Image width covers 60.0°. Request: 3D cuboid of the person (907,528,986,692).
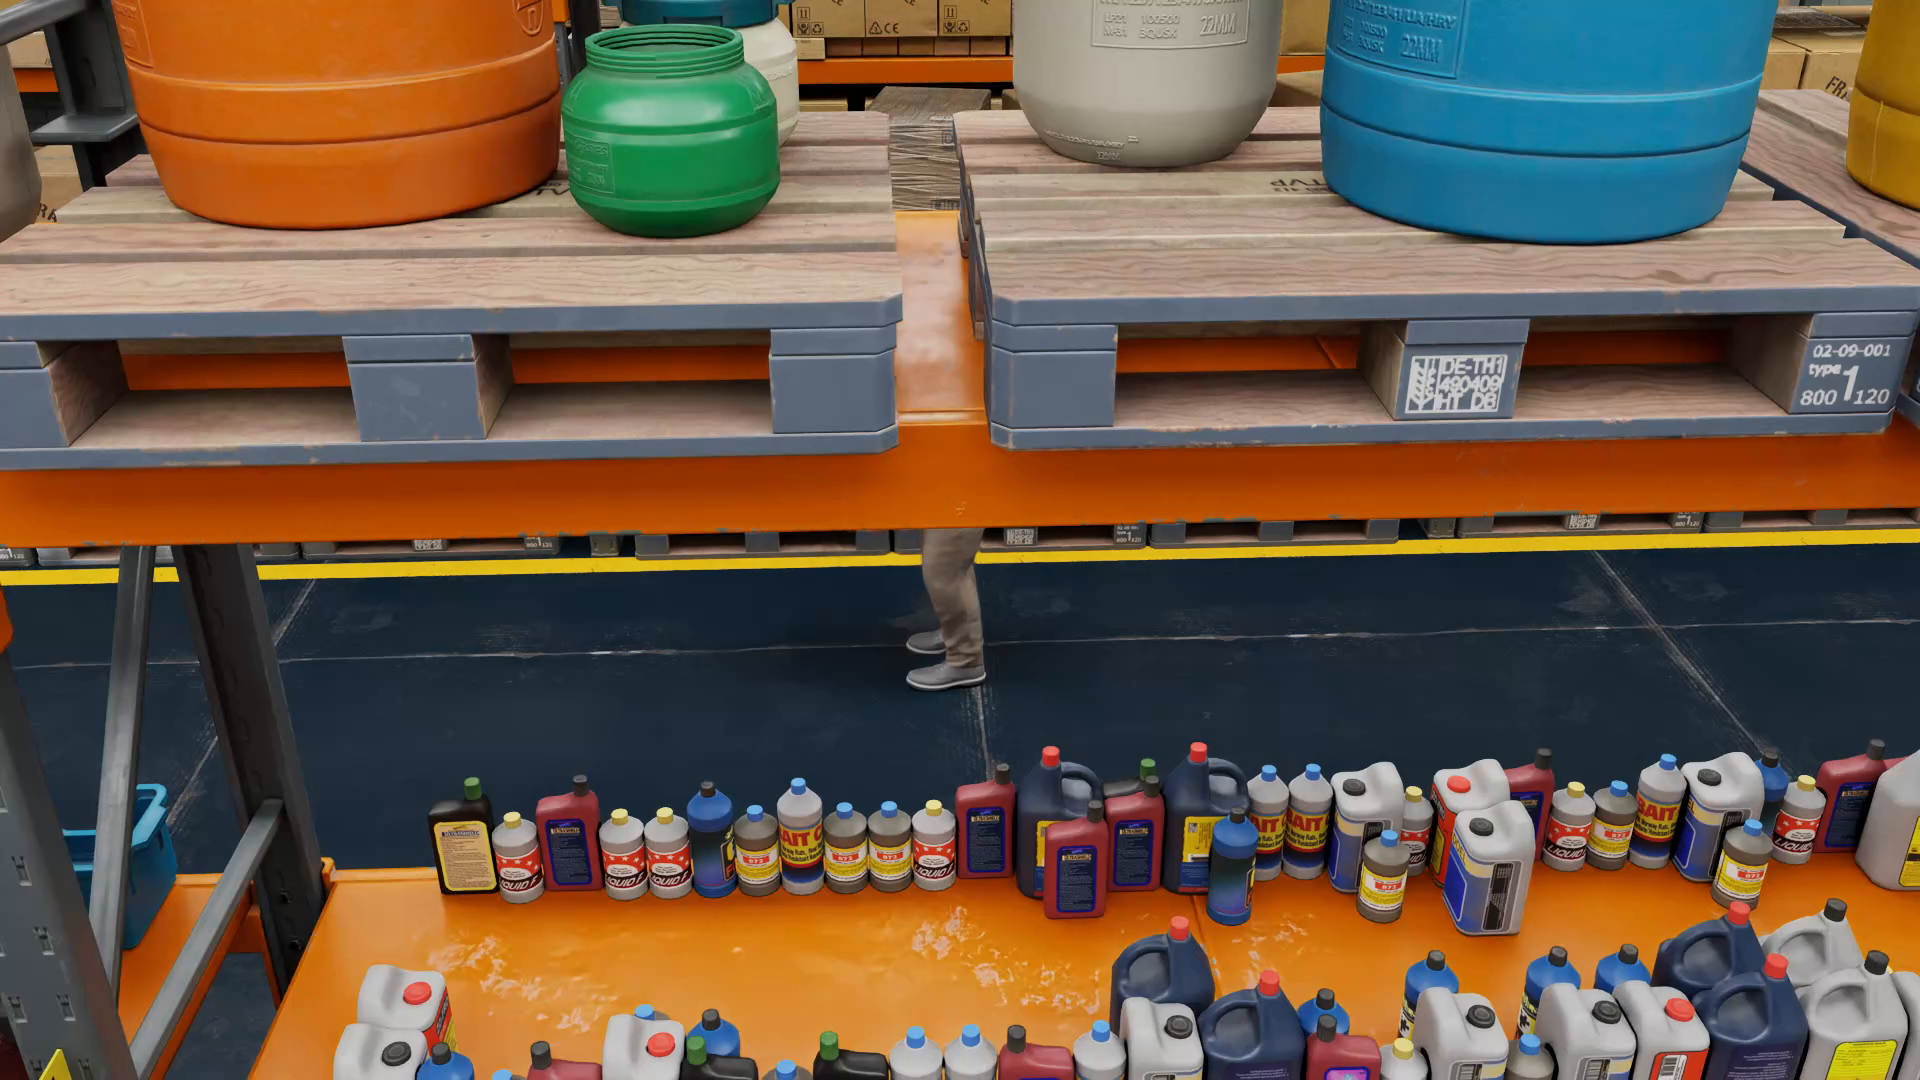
[{"bbox_3d":[-0.123,-0.227,6.593,0.564,1.720,0.486,-2,27,-3],"label":"person"}]
